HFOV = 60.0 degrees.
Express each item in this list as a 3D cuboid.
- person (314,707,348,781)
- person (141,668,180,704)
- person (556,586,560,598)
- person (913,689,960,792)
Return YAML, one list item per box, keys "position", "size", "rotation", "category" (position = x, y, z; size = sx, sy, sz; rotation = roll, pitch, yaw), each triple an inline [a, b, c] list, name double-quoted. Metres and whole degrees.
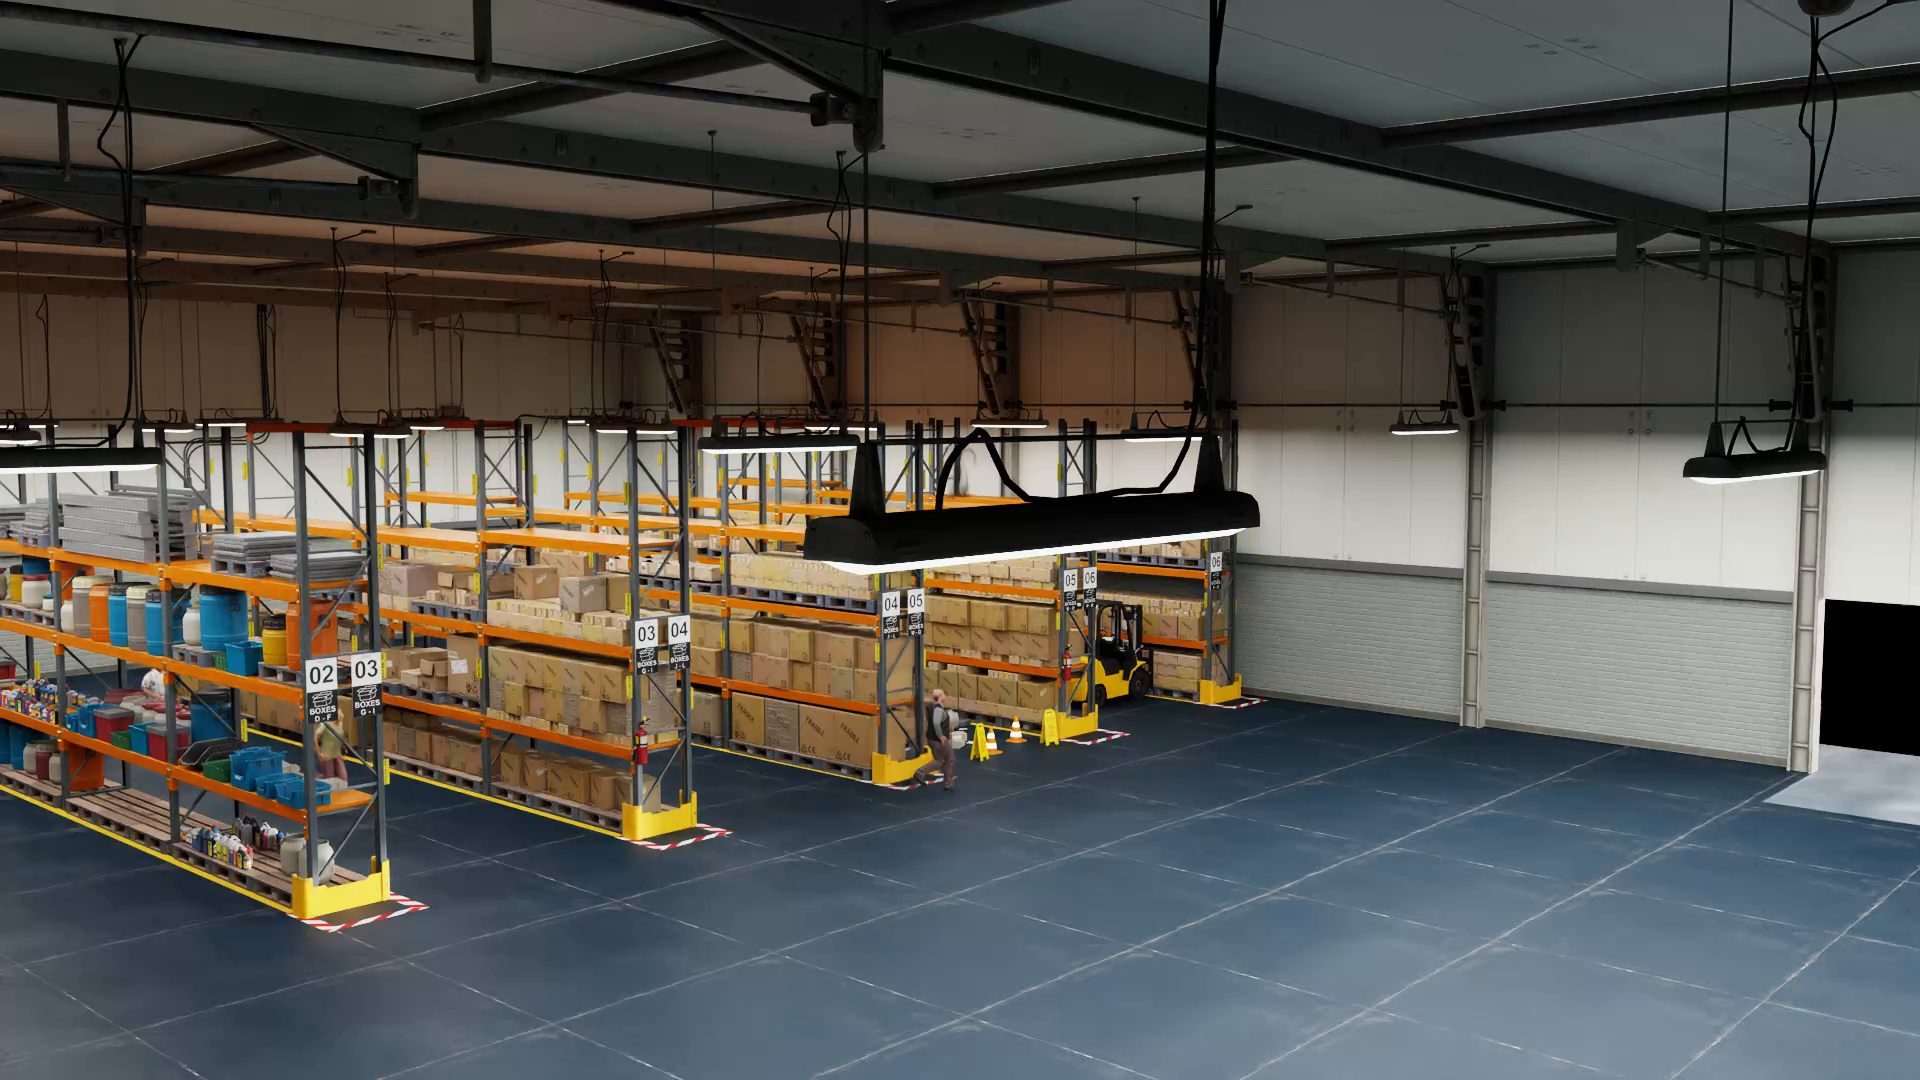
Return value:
- position: [-9.910, 3.414, 26.084]
  size: [0.804, 1.643, 0.595]
  rotation: [2, 5, 27]
  category: "person"
- position: [-14.697, 2.971, 30.618]
  size: [0.599, 1.743, 0.664]
  rotation: [4, 6, 39]
  category: "person"
- position: [-10.790, 1.878, 44.550]
  size: [0.534, 1.578, 0.890]
  rotation: [2, 5, 22]
  category: "person"
- position: [-0.384, 3.283, 27.108]
  size: [0.798, 1.730, 0.690]
  rotation: [-2, 5, -24]
  category: "person"
